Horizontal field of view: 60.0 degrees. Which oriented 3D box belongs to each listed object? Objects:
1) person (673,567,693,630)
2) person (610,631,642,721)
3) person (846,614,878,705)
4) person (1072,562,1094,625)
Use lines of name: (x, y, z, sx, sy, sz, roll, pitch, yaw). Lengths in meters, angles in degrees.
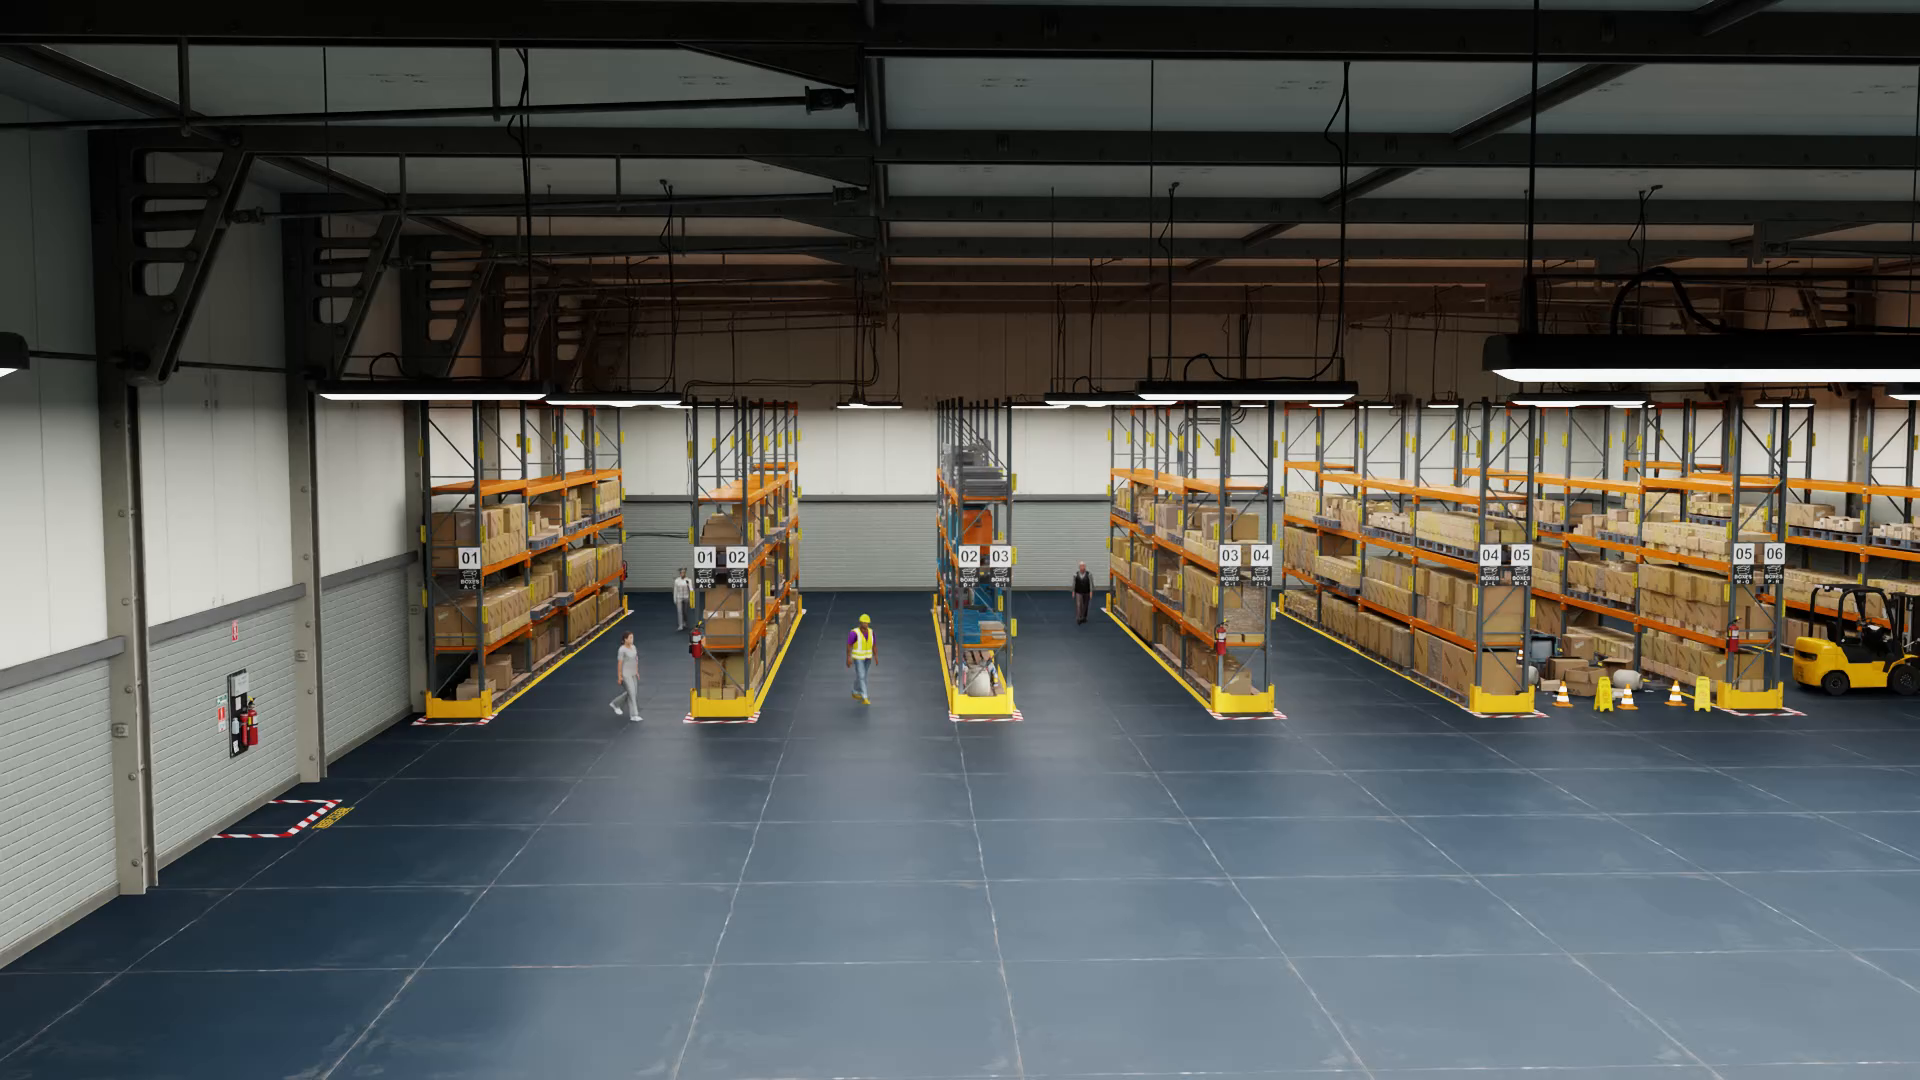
person: (-7.263, 1.521, 43.693, 0.521, 1.617, 1.060, -1, 5, -13)
person: (-6.179, 2.503, 30.904, 0.861, 1.642, 0.499, 2, 5, 28)
person: (-1.886, 2.316, 32.617, 0.593, 1.718, 0.951, -4, 6, -40)
person: (3.299, 1.426, 44.602, 0.577, 1.658, 1.062, 0, 4, 2)
